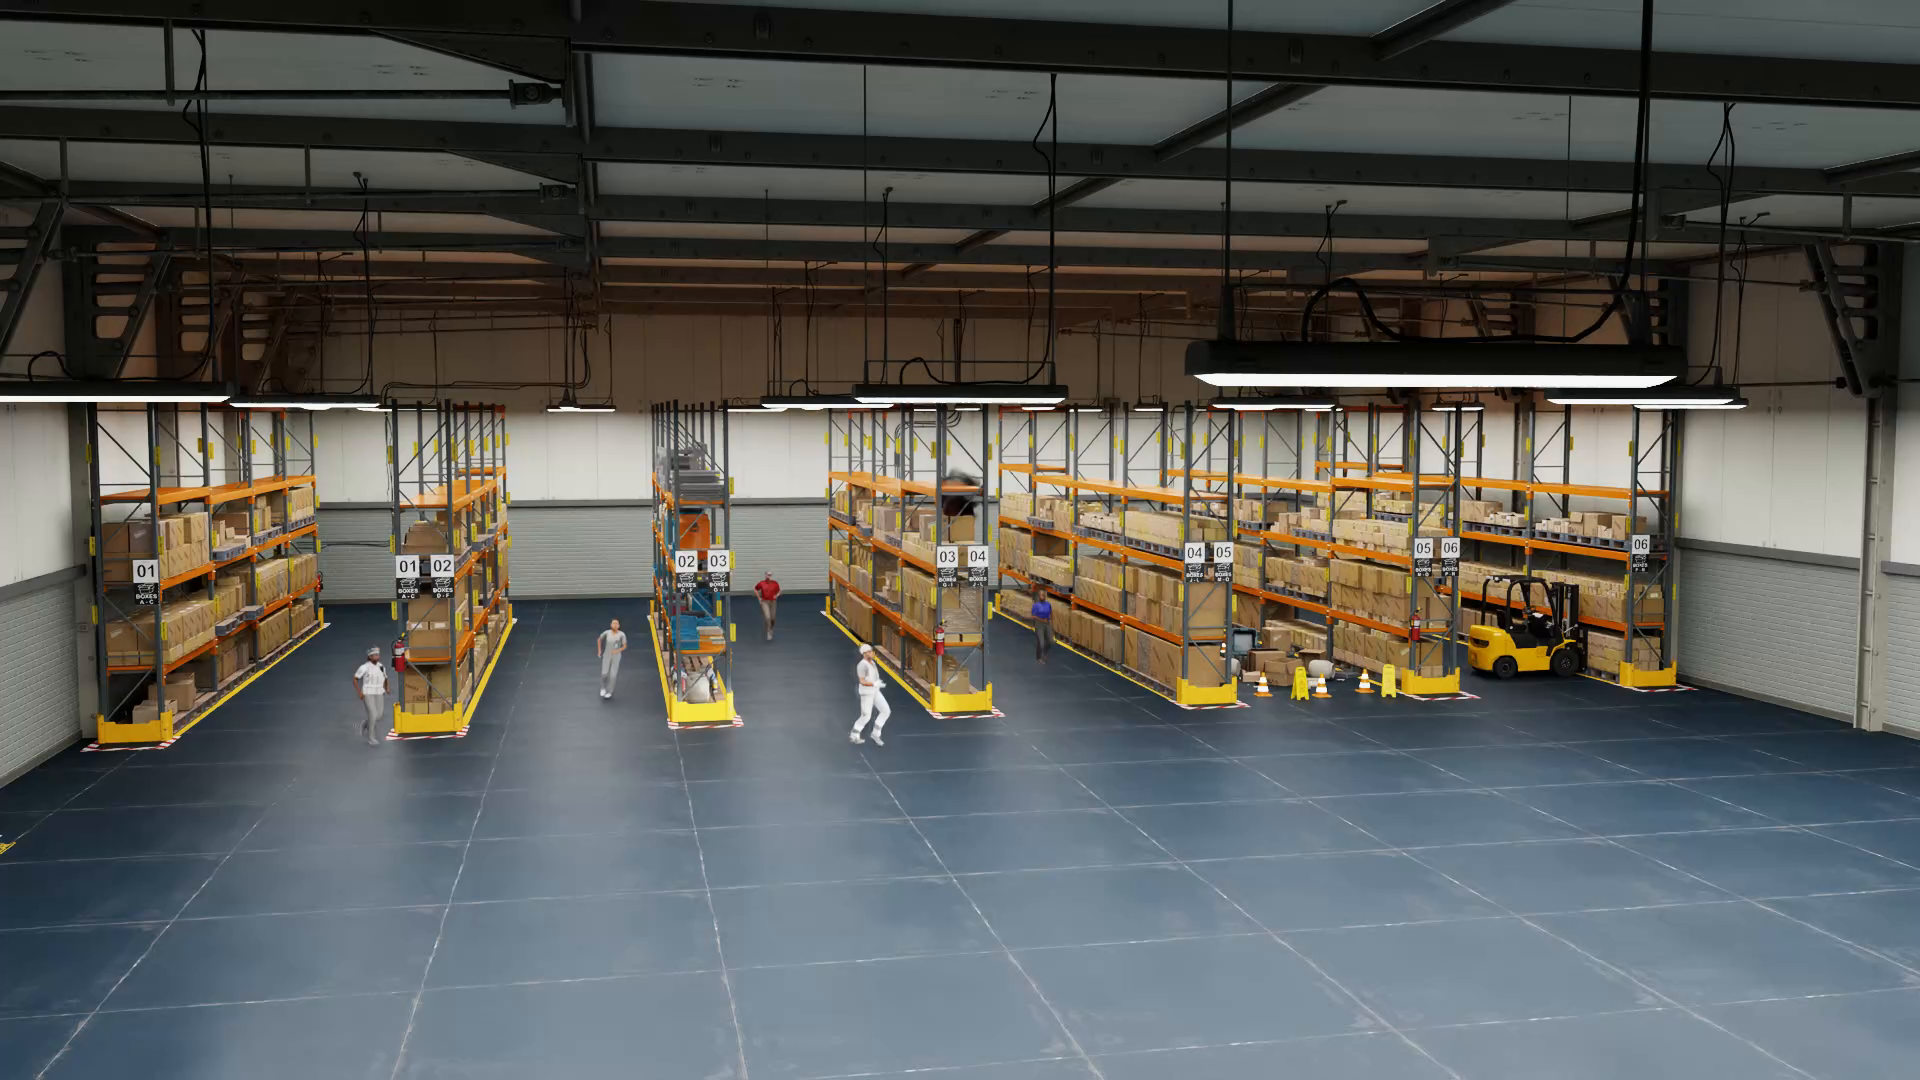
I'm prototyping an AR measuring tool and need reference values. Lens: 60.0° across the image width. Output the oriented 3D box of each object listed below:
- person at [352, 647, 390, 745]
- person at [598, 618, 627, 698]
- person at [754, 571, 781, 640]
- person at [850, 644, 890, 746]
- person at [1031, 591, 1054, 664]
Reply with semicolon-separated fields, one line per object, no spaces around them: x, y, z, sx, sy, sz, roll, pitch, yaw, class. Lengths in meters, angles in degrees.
-10.277;2.717;29.119;0.624;1.669;0.627;4;6;41;person
-7.000;2.381;33.499;0.580;1.616;0.539;-1;4;-11;person
-4.911;1.660;42.605;0.666;1.736;0.825;-2;5;-19;person
-1.559;2.679;28.754;0.724;1.785;0.654;2;5;24;person
1.856;1.914;36.285;0.583;1.613;0.552;-2;5;-25;person
